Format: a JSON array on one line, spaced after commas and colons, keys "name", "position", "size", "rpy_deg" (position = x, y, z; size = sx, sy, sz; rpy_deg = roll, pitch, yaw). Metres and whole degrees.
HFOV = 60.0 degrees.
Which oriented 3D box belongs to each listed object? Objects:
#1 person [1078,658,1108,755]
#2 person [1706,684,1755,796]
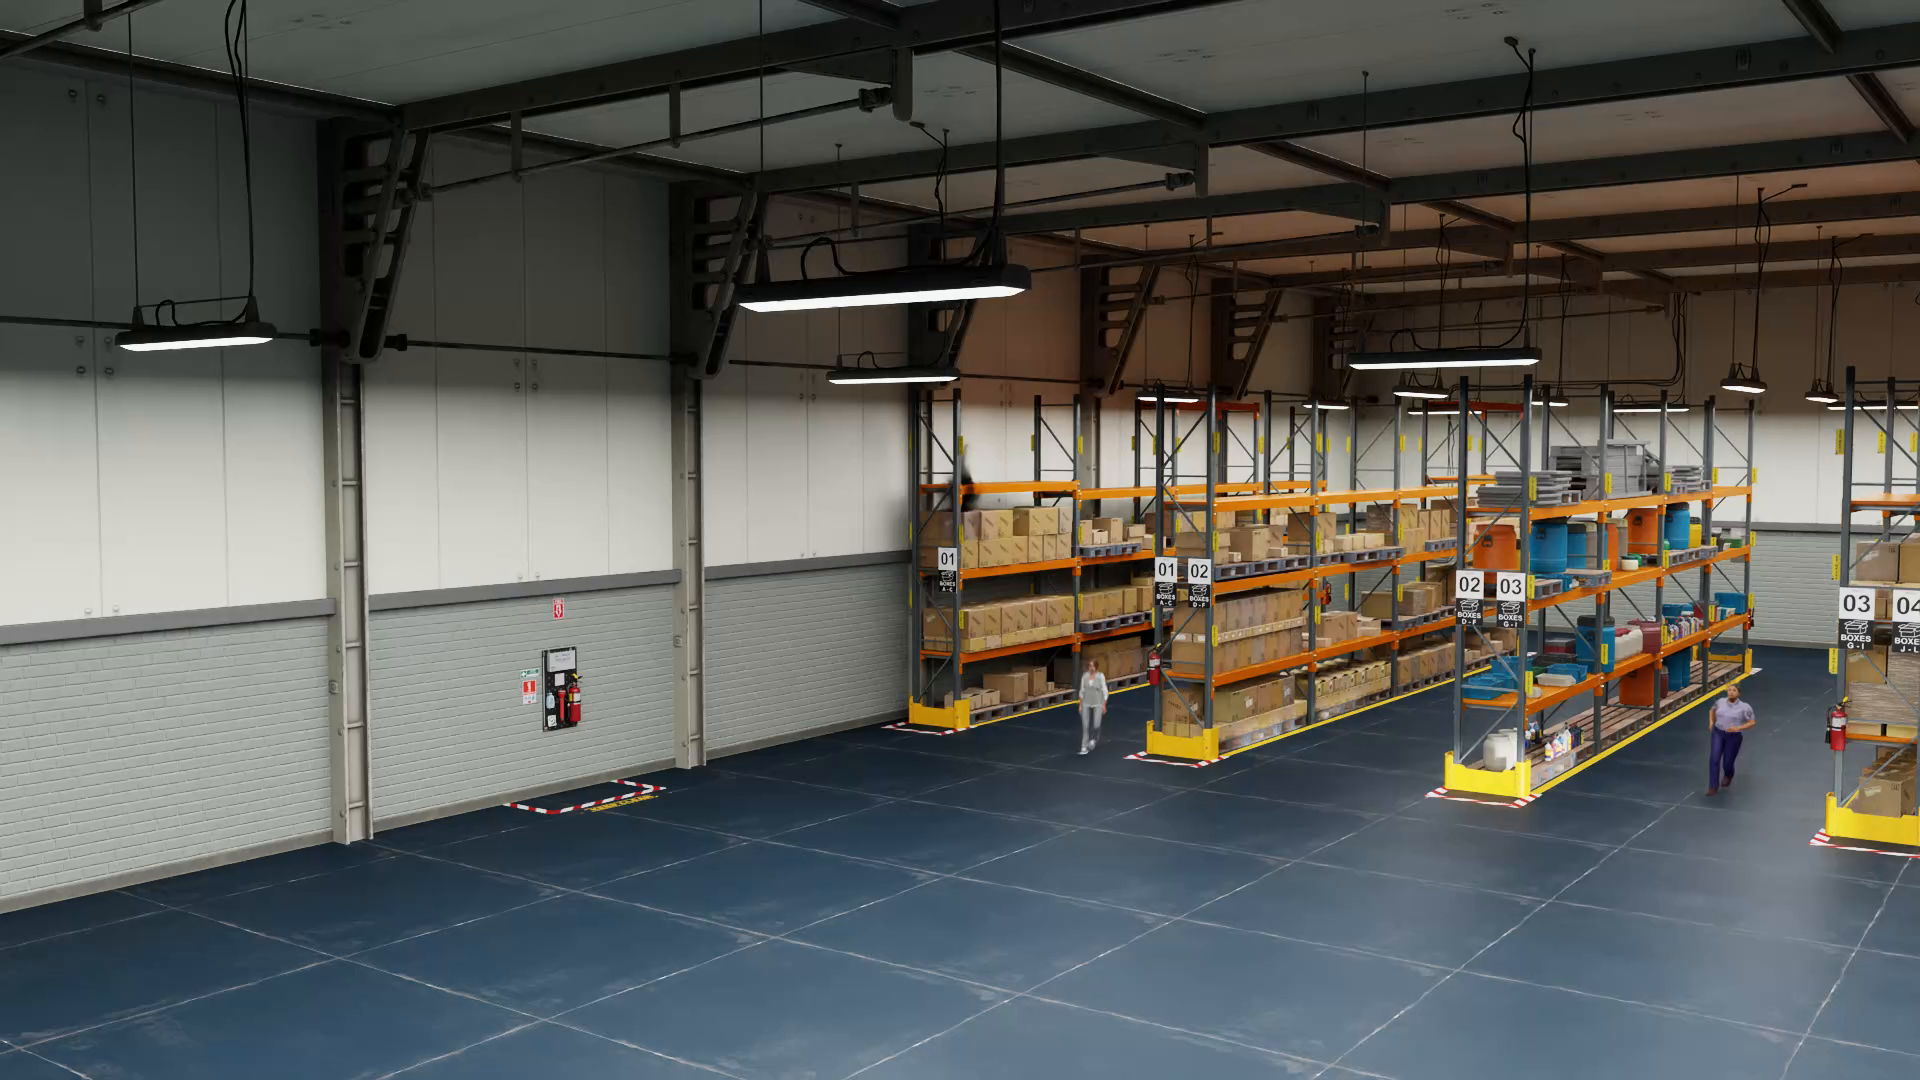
[{"name": "person", "position": [2.159, 2.672, 26.759], "size": [0.465, 1.573, 0.447], "rpy_deg": [1, 3, 17]}, {"name": "person", "position": [11.063, 2.860, 23.868], "size": [0.645, 1.626, 0.752], "rpy_deg": [3, 4, 41]}]
